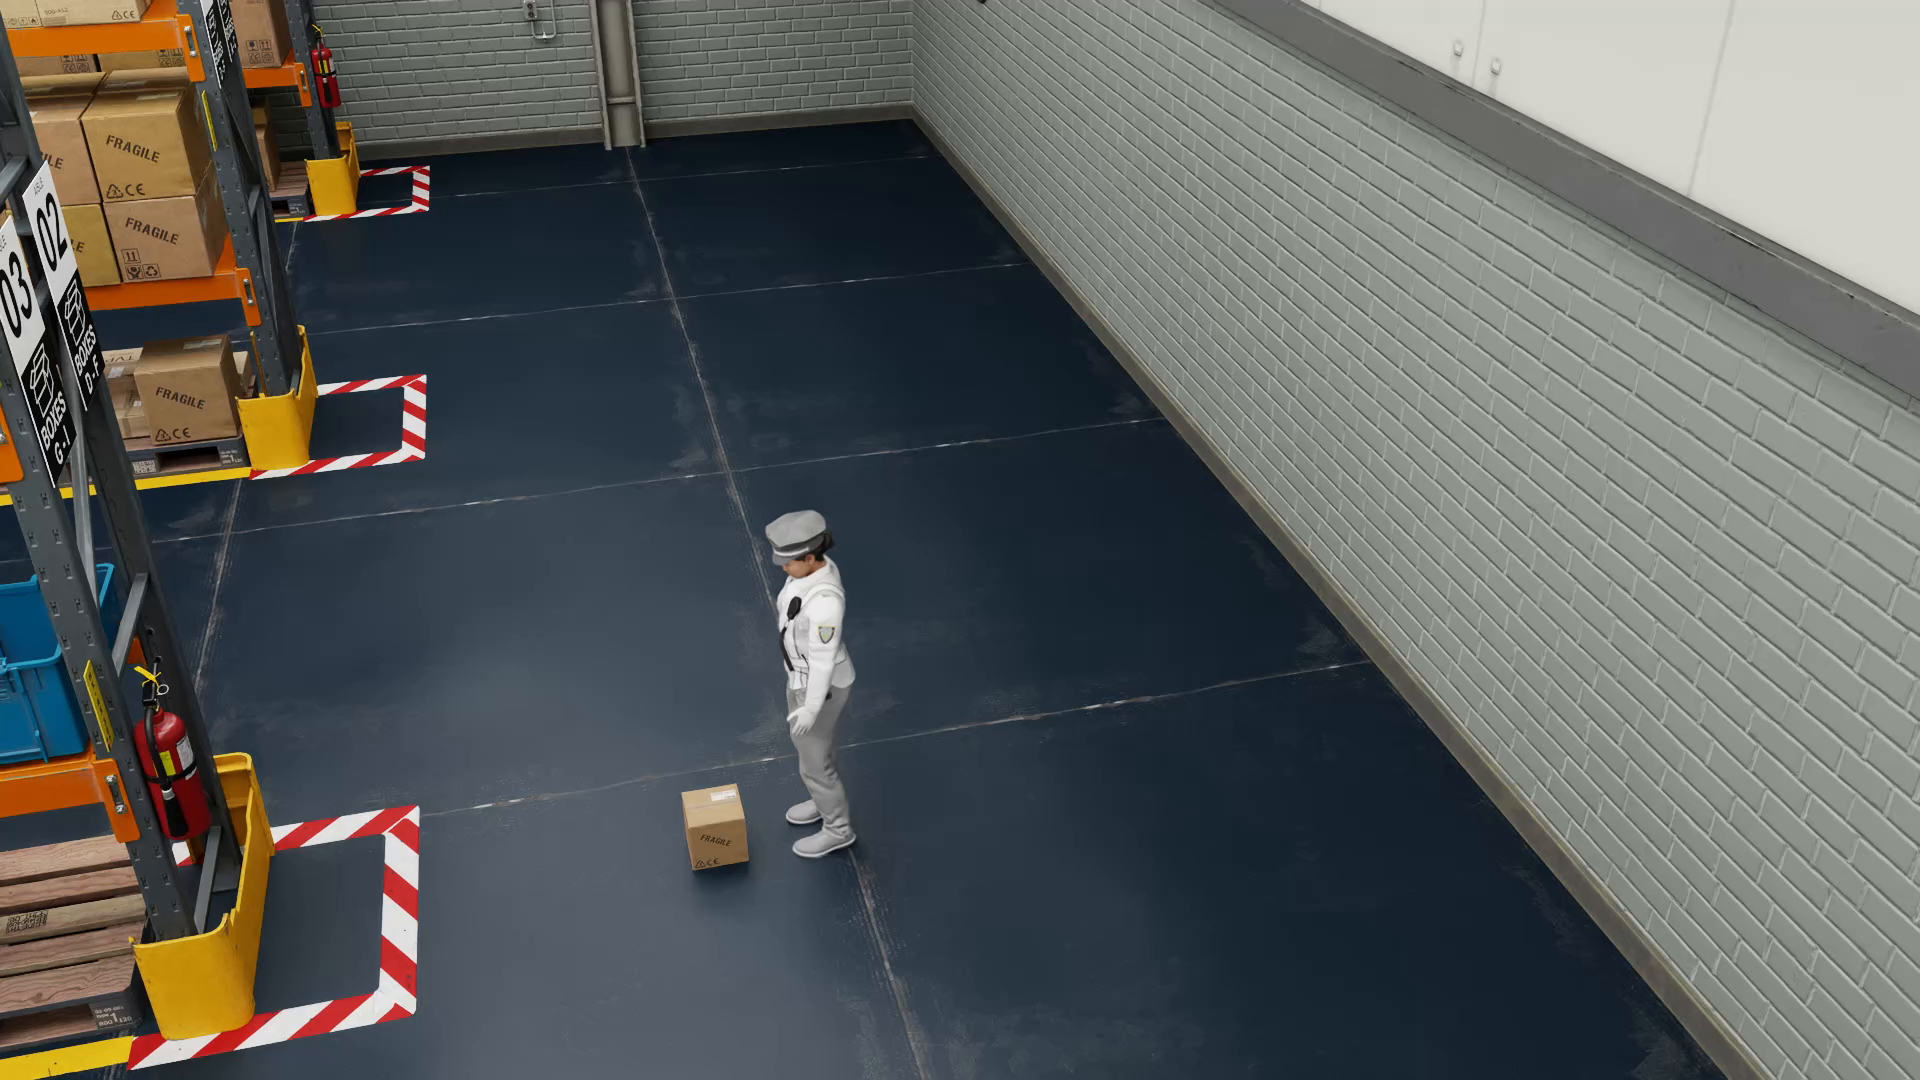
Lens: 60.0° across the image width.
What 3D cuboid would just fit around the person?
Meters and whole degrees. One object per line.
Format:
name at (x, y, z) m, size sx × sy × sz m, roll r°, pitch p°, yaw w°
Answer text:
person at (-0.623, 0.631, 7.172) m, size 0.338 × 1.659 × 0.477 m, roll -7°, pitch 31°, yaw -12°
